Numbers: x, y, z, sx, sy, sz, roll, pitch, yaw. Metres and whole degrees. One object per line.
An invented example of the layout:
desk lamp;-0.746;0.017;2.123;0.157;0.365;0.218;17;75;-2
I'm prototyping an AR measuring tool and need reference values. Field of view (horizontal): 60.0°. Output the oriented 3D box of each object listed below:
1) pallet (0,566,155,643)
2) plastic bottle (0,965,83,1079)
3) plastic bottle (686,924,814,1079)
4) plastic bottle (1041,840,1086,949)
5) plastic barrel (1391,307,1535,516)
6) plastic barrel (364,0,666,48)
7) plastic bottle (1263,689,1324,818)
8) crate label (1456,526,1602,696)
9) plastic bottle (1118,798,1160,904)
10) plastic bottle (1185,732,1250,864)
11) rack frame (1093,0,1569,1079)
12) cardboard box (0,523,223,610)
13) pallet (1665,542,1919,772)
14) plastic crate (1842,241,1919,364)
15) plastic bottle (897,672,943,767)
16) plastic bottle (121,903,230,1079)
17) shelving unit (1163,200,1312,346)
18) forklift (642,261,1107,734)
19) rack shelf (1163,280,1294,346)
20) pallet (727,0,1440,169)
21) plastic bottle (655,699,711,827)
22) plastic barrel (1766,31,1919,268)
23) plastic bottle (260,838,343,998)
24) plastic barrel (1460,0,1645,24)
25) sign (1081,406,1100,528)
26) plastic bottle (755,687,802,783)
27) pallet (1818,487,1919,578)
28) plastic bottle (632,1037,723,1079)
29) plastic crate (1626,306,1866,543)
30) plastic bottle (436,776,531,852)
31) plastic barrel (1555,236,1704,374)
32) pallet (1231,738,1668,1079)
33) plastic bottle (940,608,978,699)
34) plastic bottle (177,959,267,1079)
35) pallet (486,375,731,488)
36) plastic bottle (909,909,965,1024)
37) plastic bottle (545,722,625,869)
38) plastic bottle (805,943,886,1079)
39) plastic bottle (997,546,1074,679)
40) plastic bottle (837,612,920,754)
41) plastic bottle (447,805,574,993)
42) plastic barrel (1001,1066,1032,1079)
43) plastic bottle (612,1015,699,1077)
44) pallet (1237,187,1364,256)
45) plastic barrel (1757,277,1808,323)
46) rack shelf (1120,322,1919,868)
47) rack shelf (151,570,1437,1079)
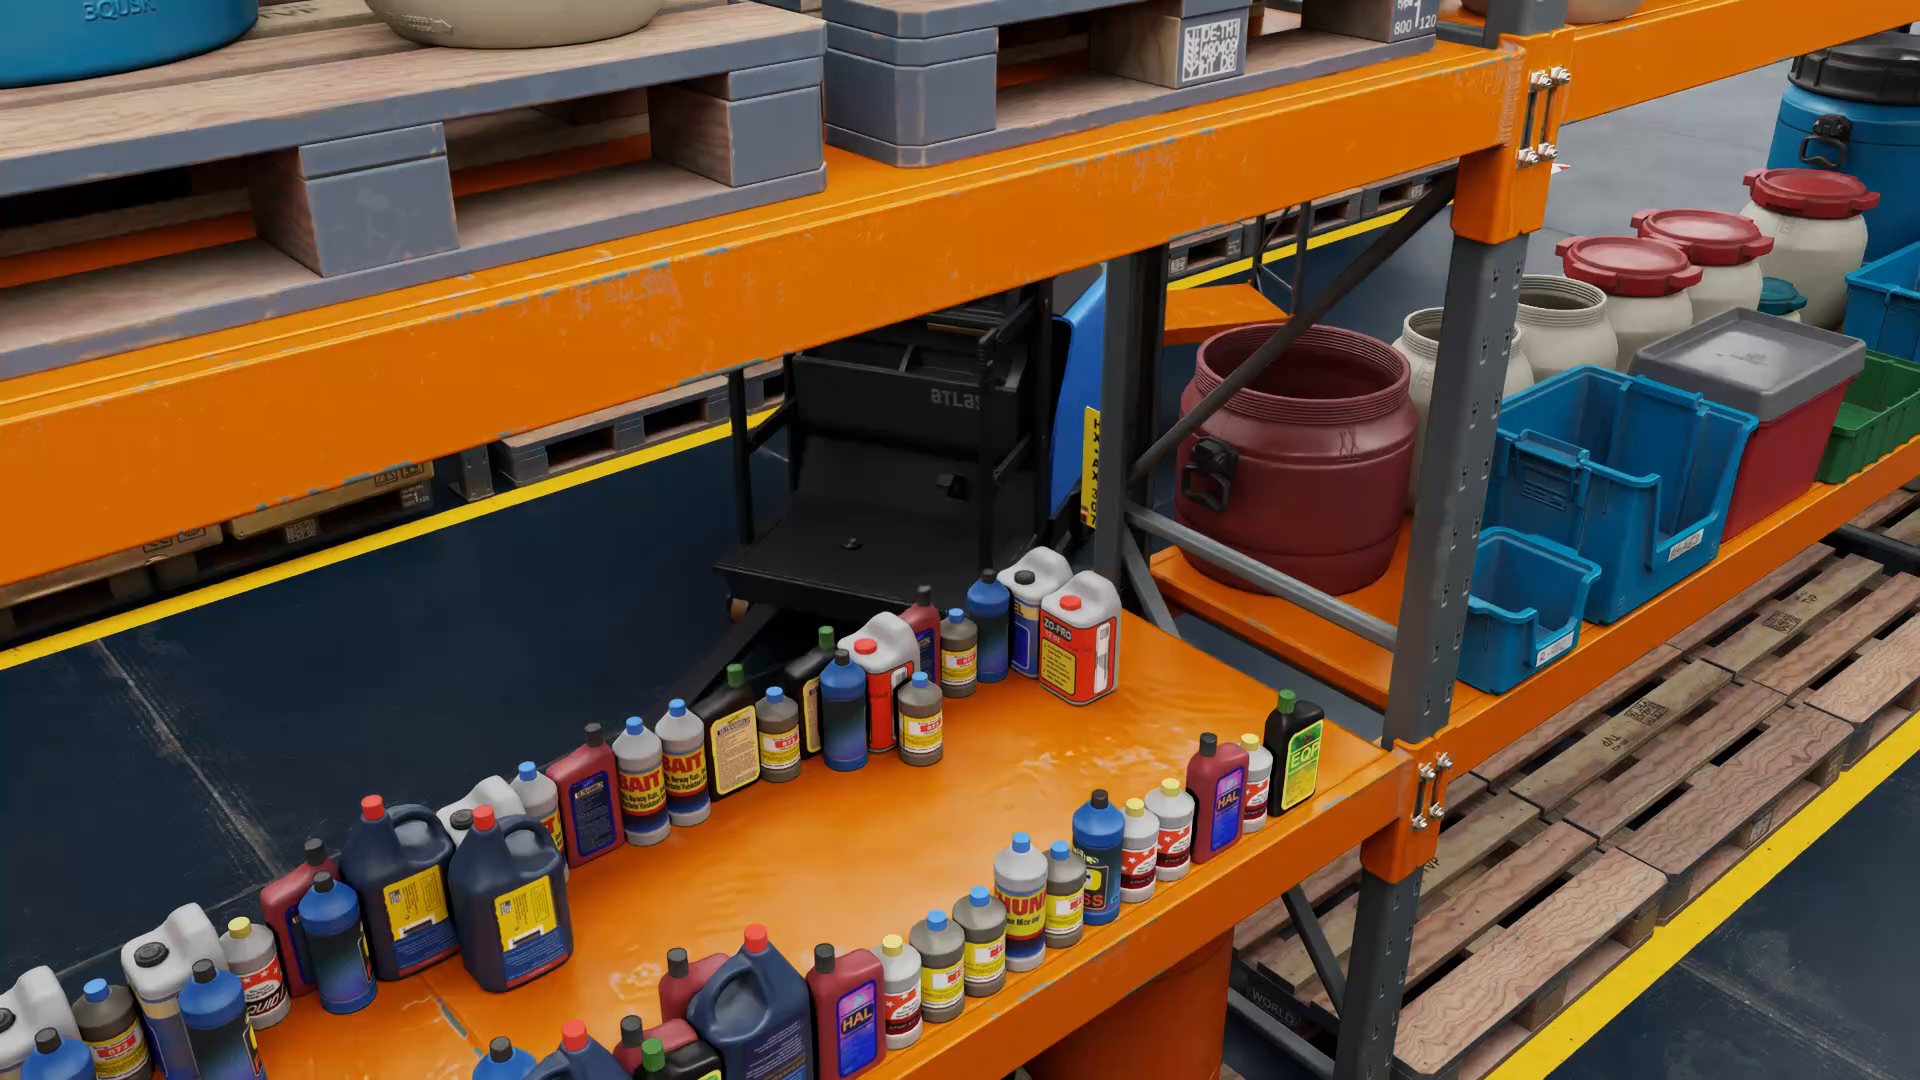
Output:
pallet;-4.081;0.132;6.780;1.213;0.211;1.003;-22;35;-35
plastic bottle;-1.479;0.827;2.652;0.135;0.276;0.152;-22;35;-35
plastic bottle;-0.338;0.774;2.671;0.185;0.351;0.144;-22;35;-35
plastic bottle;0.182;0.645;3.071;0.097;0.201;0.097;0;28;0
plastic barrel;1.354;-0.348;4.601;0.421;0.512;0.421;0;28;0
plastic barrel;-0.540;-0.879;1.941;0.433;0.535;0.433;0;28;0
plastic bottle;0.680;0.420;3.405;0.133;0.283;0.061;-22;35;-35
crate label;1.274;0.172;3.924;0.416;0.233;0.303;-22;35;-35
plastic bottle;0.330;0.586;3.182;0.097;0.201;0.097;0;28;0
plastic bottle;0.504;0.491;3.272;0.133;0.283;0.061;-22;35;-35
rack frame;0.710;0.092;3.895;0.127;3.000;1.000;-22;35;-35
cardboard box;-3.726;-0.458;6.734;0.875;0.875;1.225;-22;35;-35
pallet;3.181;0.353;6.366;1.213;0.211;1.003;-22;35;-35
plastic crate;3.116;-0.675;5.348;0.575;0.384;0.392;-22;35;-35
plastic bottle;-0.085;0.377;3.573;0.097;0.201;0.097;0;28;0
plastic bottle;-1.302;0.756;2.784;0.135;0.276;0.152;-22;35;-35
shelving unit;1.024;-1.191;7.887;1.083;1.500;0.587;-7;29;-13
forklift;-0.272;-0.998;6.008;1.130;2.935;3.031;10;30;19
rack shelf;1.033;-1.033;7.974;1.000;0.185;0.538;-7;29;-13
pallet;0.065;-0.948;2.860;1.213;0.211;1.003;-22;35;-35
plastic bottle;-0.564;0.444;3.373;0.097;0.271;0.097;0;28;0
plastic barrel;3.263;-1.343;6.049;0.708;0.901;0.600;-22;35;-35
plastic bottle;-1.156;0.666;2.946;0.133;0.283;0.061;-22;35;-35
plastic barrel;1.146;-1.265;3.134;0.421;0.512;0.421;0;28;0
sign;0.348;-0.175;4.221;0.005;0.325;0.100;-22;35;-35
plastic bottle;-0.388;0.404;3.522;0.097;0.201;0.097;0;28;0
pallet;4.291;-0.092;7.198;1.213;0.211;1.003;-22;35;-35
plastic bottle;-0.432;0.867;2.568;0.133;0.283;0.061;-22;35;-35
plastic crate;2.138;-0.321;4.599;0.583;0.464;0.402;-22;35;-35
plastic bottle;-0.884;0.588;3.099;0.135;0.276;0.152;-22;35;-35
plastic barrel;1.996;-0.620;5.084;0.433;0.535;0.433;0;28;0
pallet;1.325;1.099;4.969;1.213;0.211;1.003;-22;35;-35
plastic bottle;-0.009;0.252;3.807;0.097;0.201;0.097;0;28;0
plastic bottle;-1.207;0.797;2.712;0.097;0.271;0.097;0;28;0
pallet;-1.909;-0.692;8.322;1.213;0.211;1.003;-22;35;-35
plastic bottle;-0.040;0.735;2.904;0.097;0.201;0.097;0;28;0
plastic bottle;-0.737;0.497;3.261;0.133;0.283;0.061;-22;35;-35
plastic bottle;-0.190;0.770;2.750;0.133;0.283;0.061;-22;35;-35
plastic bottle;0.171;0.163;3.893;0.135;0.276;0.152;-22;35;-35
plastic bottle;-0.180;0.305;3.628;0.135;0.276;0.152;-22;35;-35
plastic bottle;-0.807;0.616;2.968;0.185;0.351;0.144;-22;35;-35
plastic barrel;-0.022;1.365;3.708;0.421;0.512;0.421;0;28;0
plastic bottle;-0.471;0.846;2.609;0.133;0.283;0.061;-22;35;-35
pallet;1.955;-2.271;11.275;1.213;0.211;1.003;-22;35;-35
plastic barrel;2.647;-0.721;5.562;0.301;0.262;0.301;0;28;0
rack shelf;2.232;-0.202;5.209;4.000;0.370;1.077;-22;35;-35
rack shelf;-0.811;1.021;2.920;4.000;0.370;1.077;-22;35;-35
